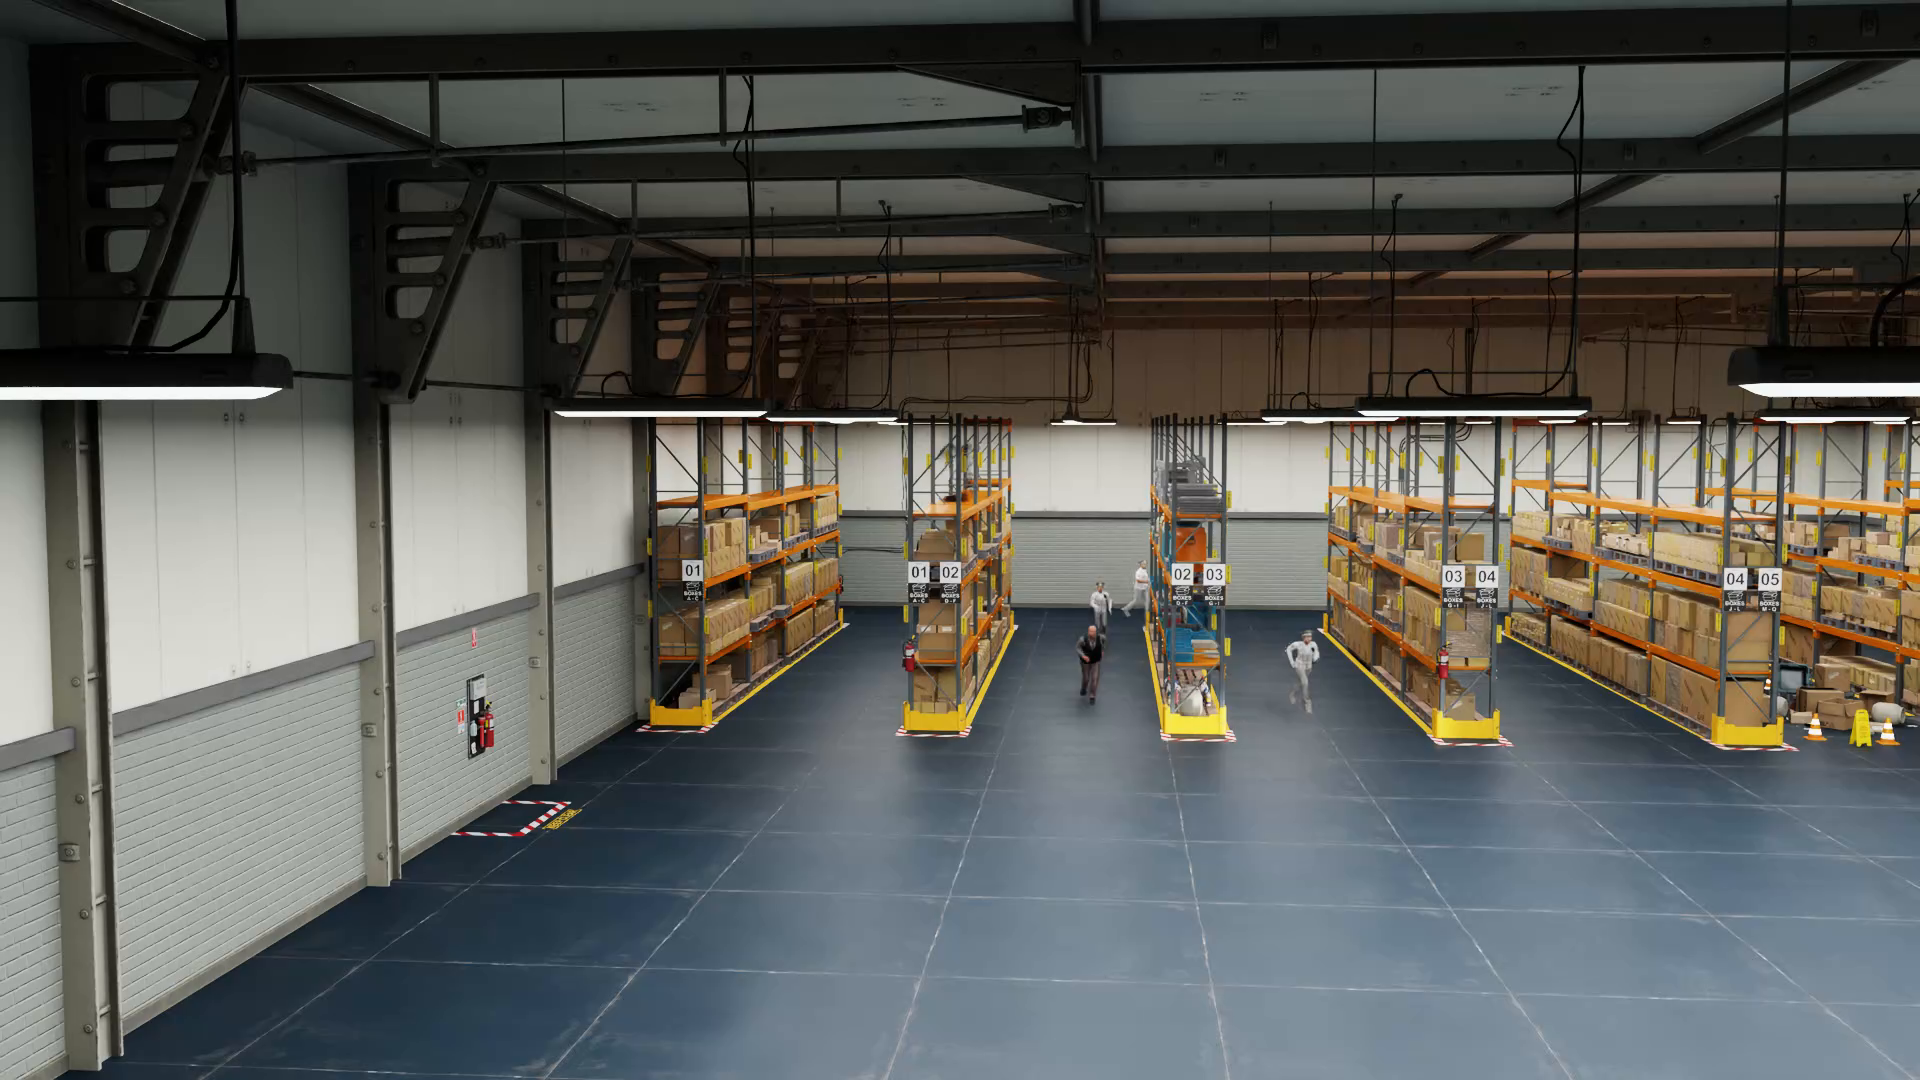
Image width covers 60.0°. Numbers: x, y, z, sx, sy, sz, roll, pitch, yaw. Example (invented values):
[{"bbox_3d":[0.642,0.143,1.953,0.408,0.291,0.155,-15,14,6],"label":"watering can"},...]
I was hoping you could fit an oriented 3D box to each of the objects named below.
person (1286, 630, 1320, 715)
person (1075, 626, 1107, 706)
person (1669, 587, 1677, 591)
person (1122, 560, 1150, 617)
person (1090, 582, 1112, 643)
[{"bbox_3d":[6.936,2.636,33.710,0.614,1.692,1.001,-1,4,-18],"label":"person"},{"bbox_3d":[2.706,2.583,34.743,0.696,1.680,1.008,-1,4,-10],"label":"person"},{"bbox_3d":[18.025,2.054,42.015,0.546,1.714,0.806,-1,4,-14],"label":"person"},{"bbox_3d":[5.399,1.481,49.912,0.982,1.811,0.672,2,4,28],"label":"person"},{"bbox_3d":[3.750,1.919,44.111,0.584,1.648,0.691,0,4,2],"label":"person"}]
